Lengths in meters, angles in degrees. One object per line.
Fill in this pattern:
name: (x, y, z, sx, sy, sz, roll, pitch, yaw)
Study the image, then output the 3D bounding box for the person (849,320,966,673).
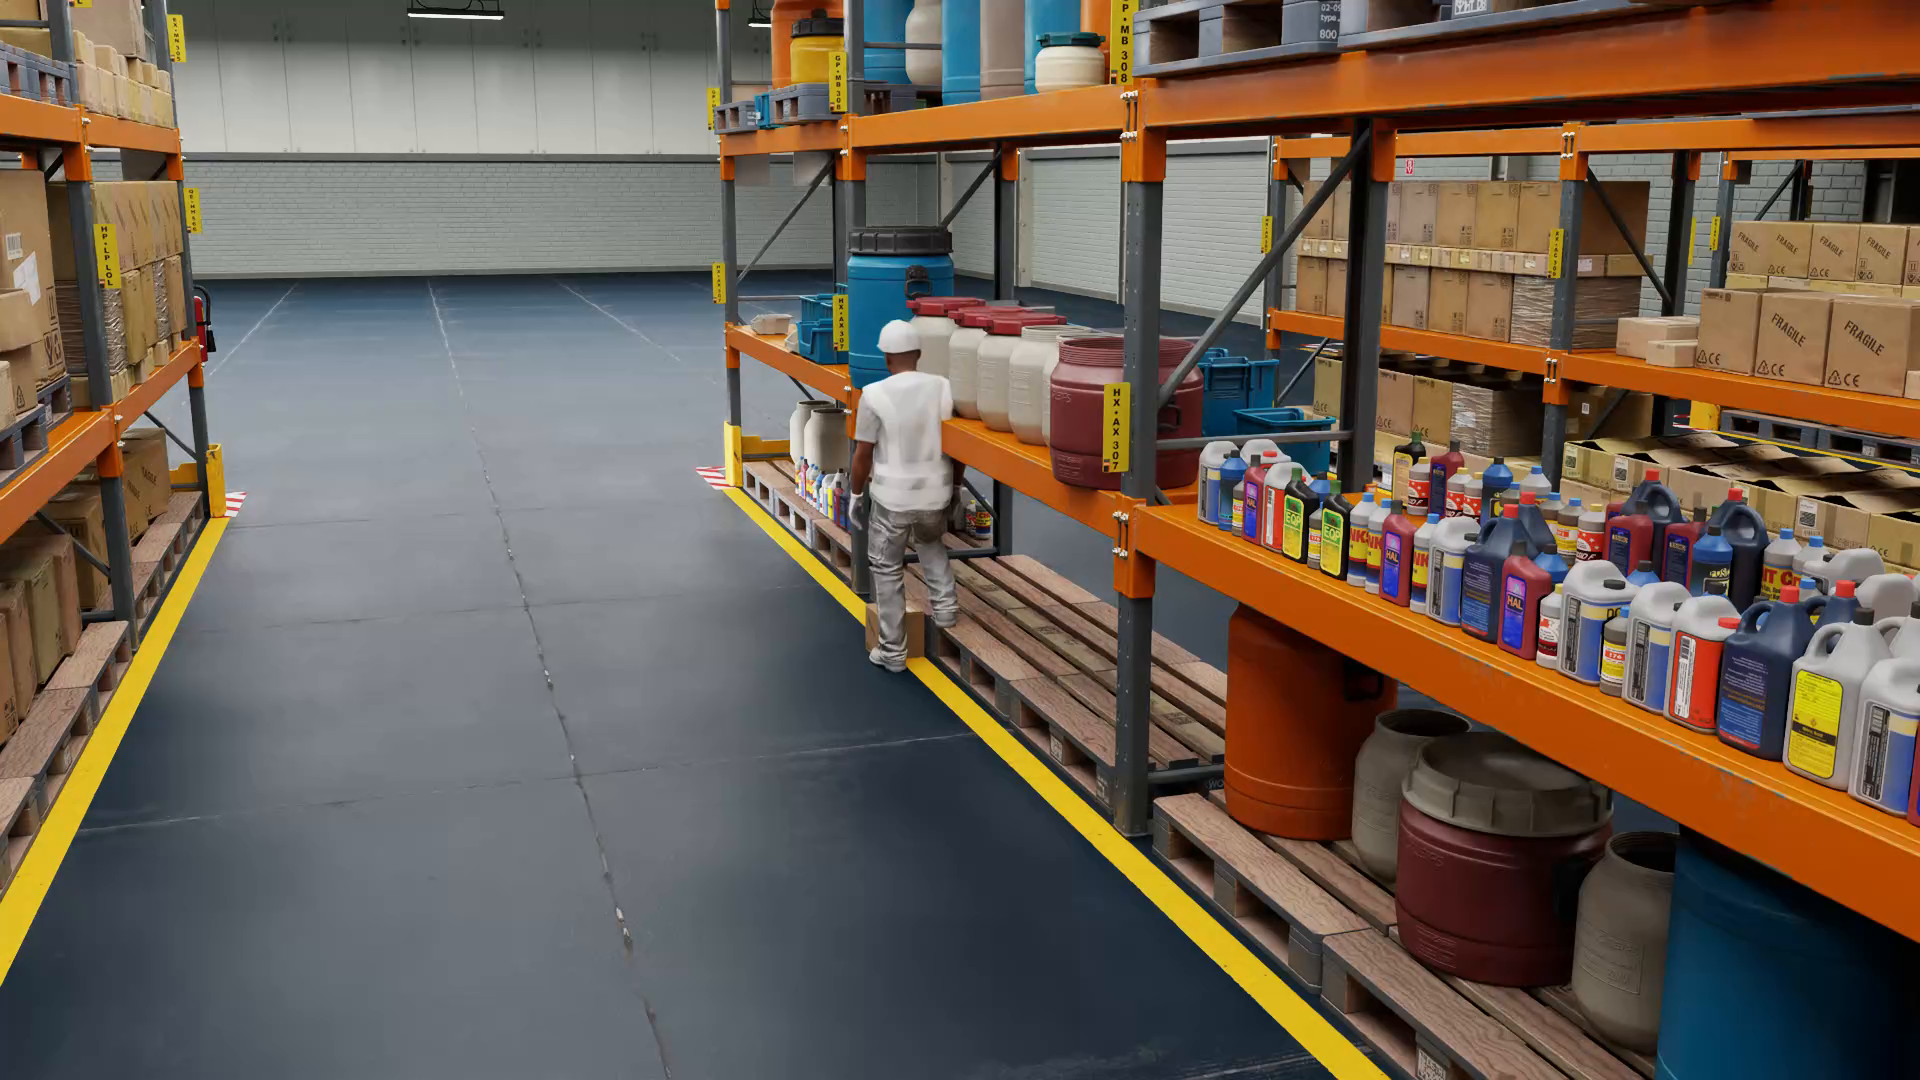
person: (-0.275, -0.228, 8.473, 0.622, 1.780, 0.519, -5, 13, -21)
